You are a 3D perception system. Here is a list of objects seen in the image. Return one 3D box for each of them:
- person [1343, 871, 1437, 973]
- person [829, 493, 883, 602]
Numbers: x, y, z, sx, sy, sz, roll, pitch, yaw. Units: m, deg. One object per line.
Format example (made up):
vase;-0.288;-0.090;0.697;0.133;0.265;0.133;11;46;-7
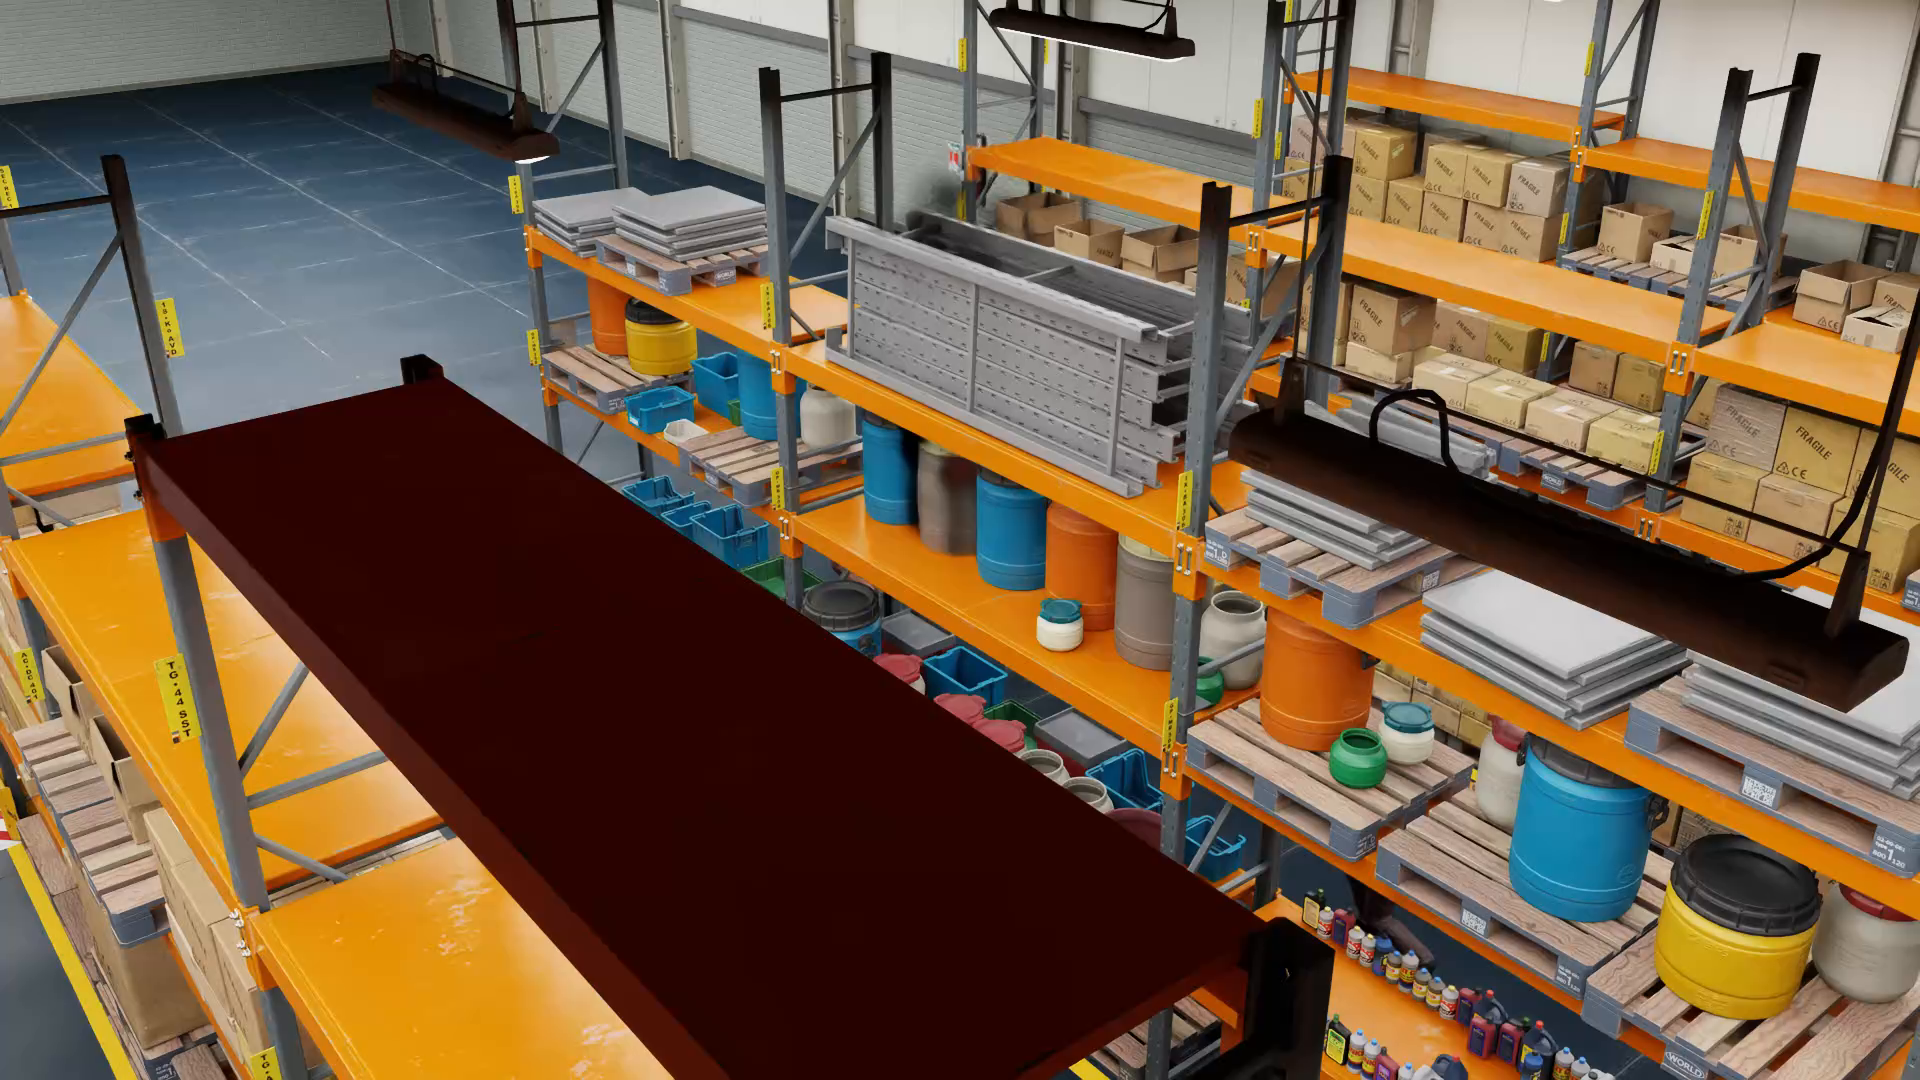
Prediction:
person;2.998;2.234;11.435;0.843;1.638;0.676;22;33;38
person;-1.019;-0.044;16.251;0.542;1.576;0.581;17;31;32
